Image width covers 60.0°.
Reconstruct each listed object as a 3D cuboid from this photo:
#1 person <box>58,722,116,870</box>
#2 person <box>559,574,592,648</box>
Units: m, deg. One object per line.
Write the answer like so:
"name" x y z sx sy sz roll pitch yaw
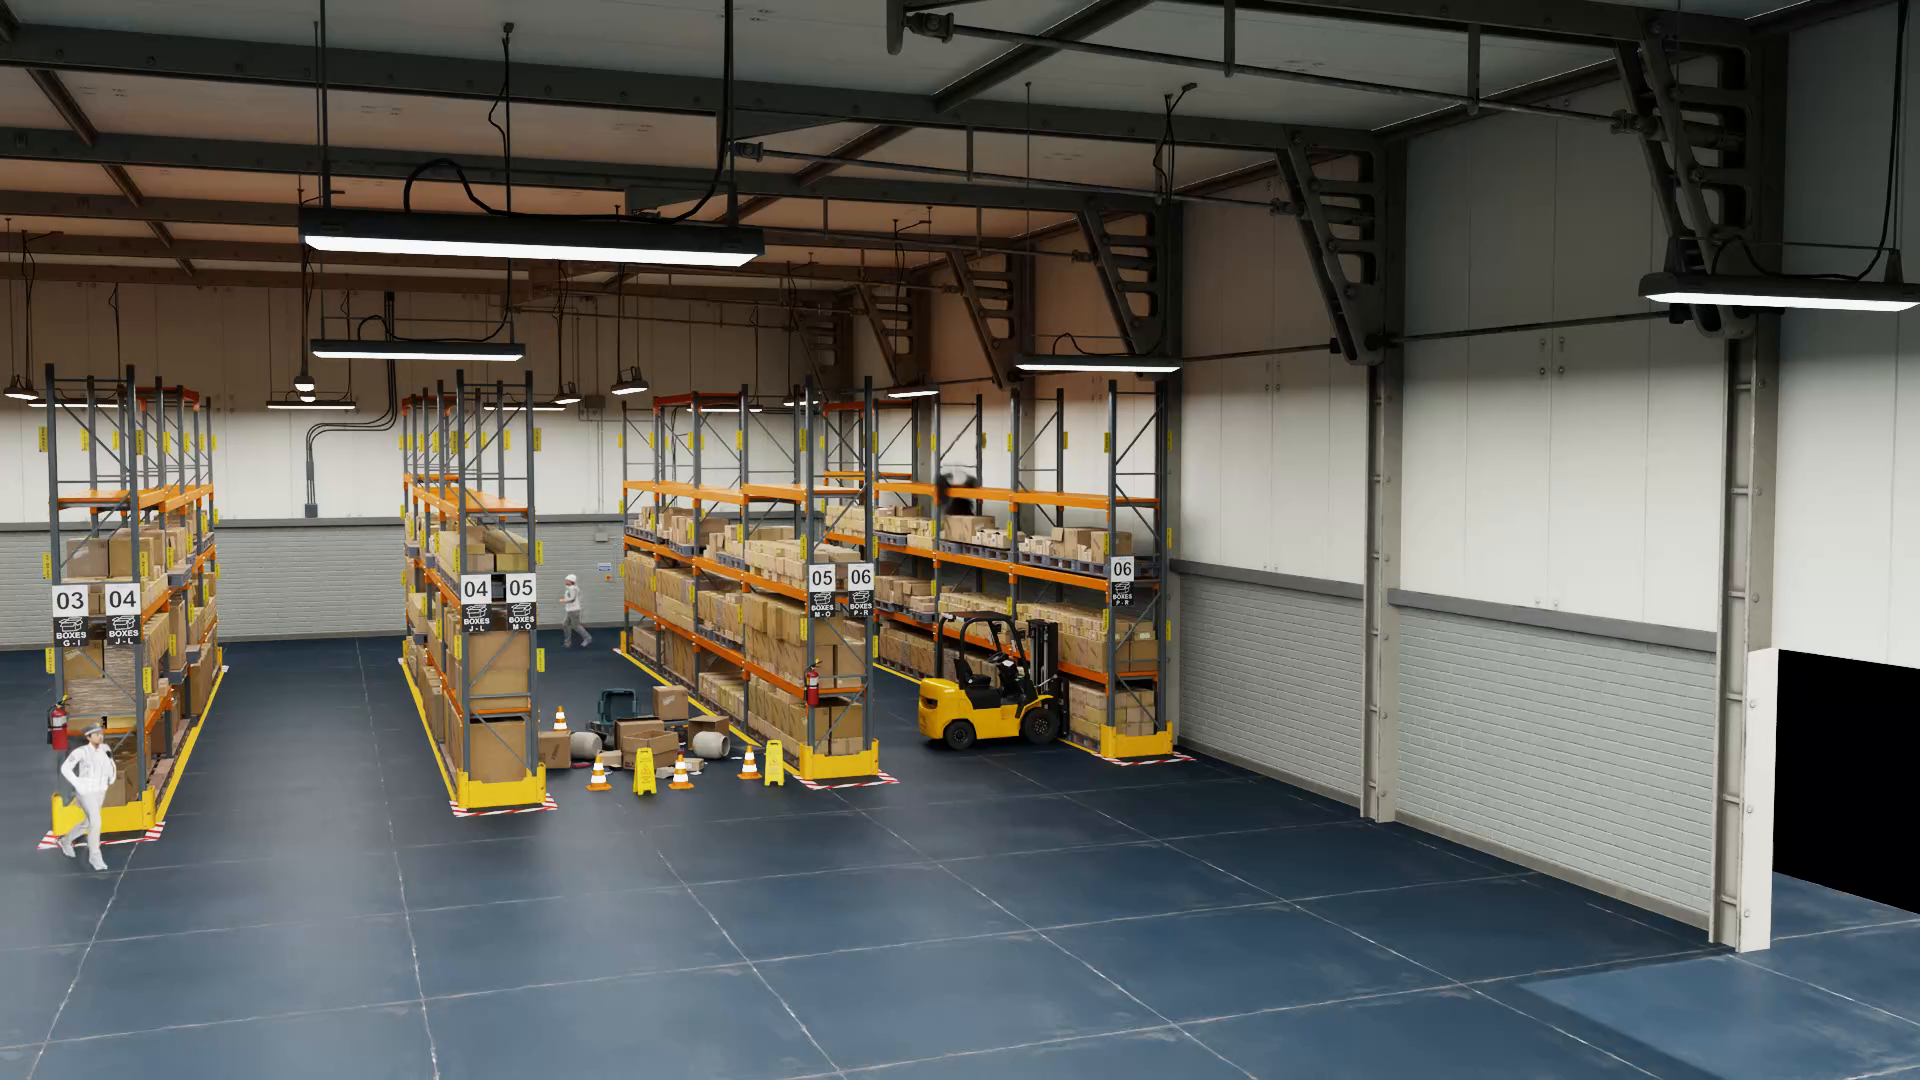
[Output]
"person" -10.349 3.007 19.758 0.805 1.731 0.617 1 4 20
"person" -9.372 1.756 40.533 0.786 1.833 0.648 -1 3 -12
